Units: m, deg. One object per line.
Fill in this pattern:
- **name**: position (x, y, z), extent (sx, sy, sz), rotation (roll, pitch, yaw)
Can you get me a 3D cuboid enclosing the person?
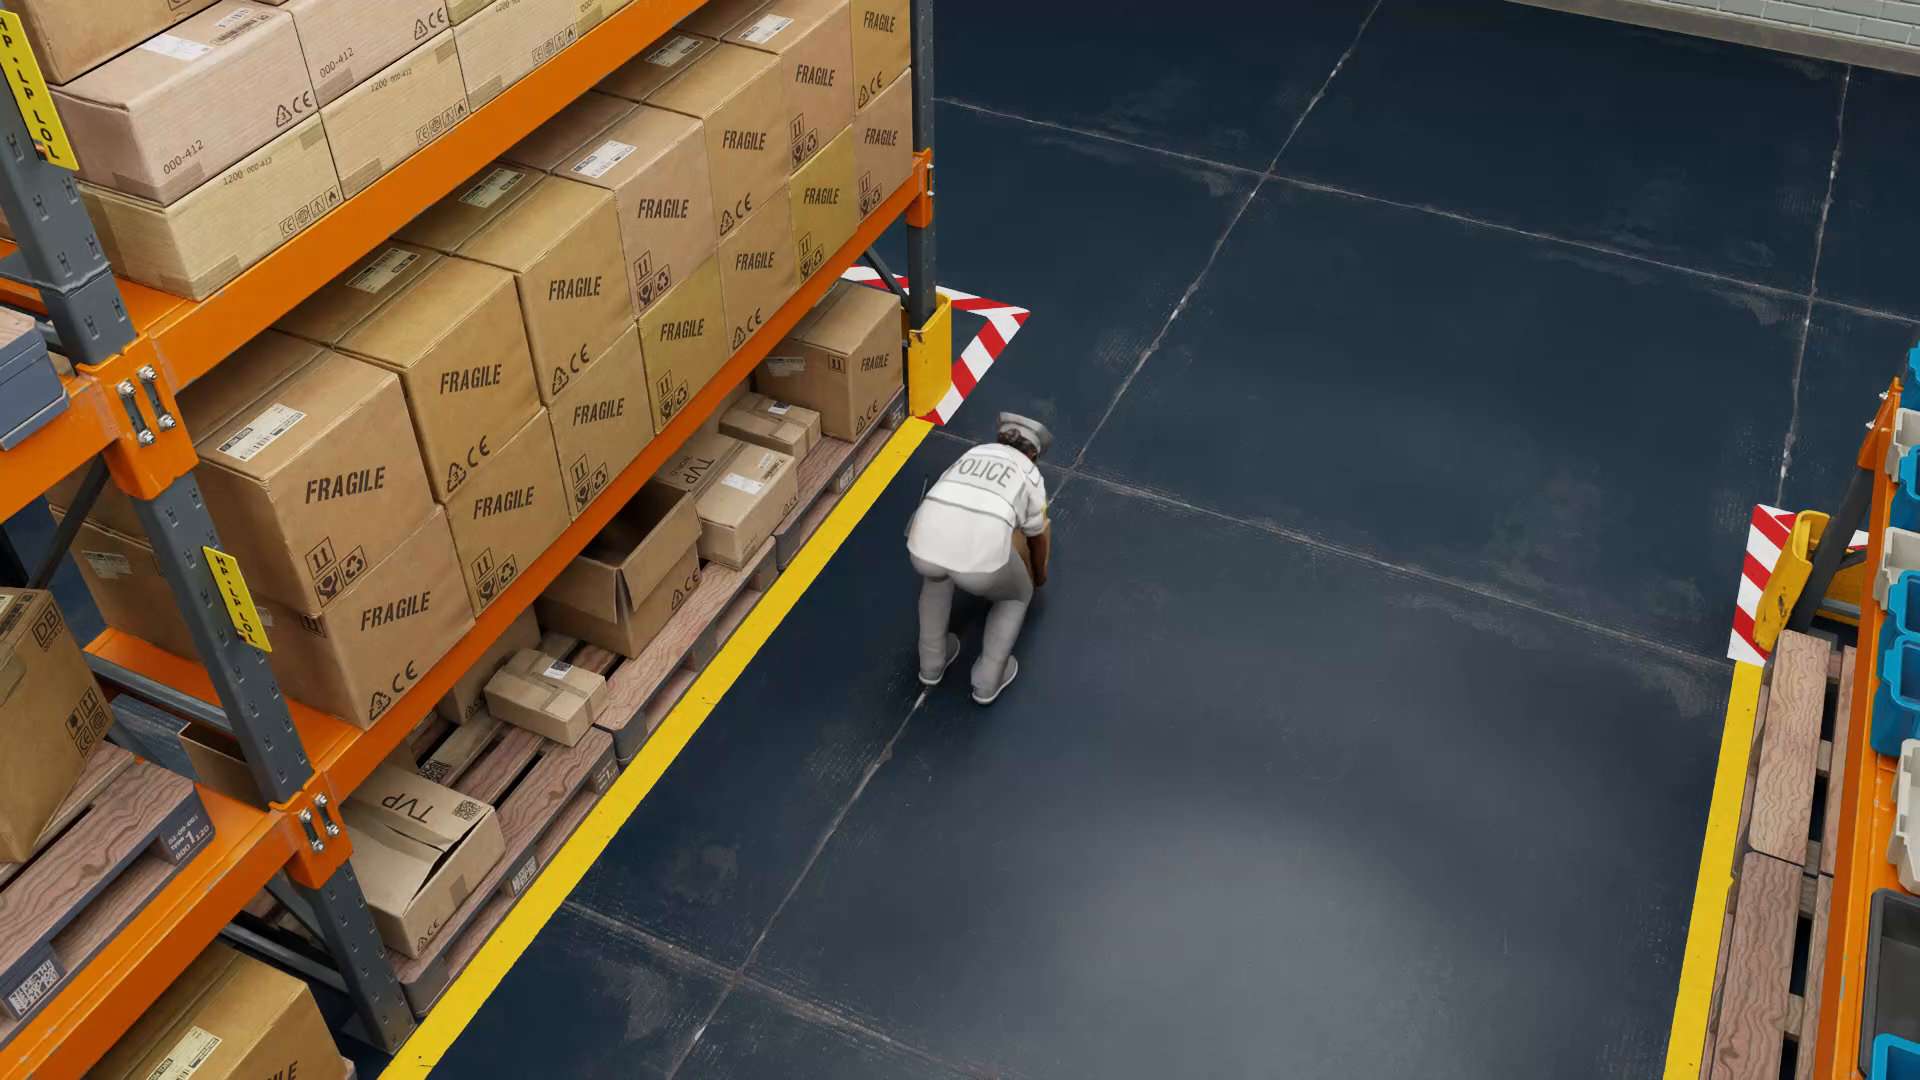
- **person**: position (0.109, 0.048, 6.603), extent (0.449, 1.000, 0.932), rotation (16, 45, 16)
